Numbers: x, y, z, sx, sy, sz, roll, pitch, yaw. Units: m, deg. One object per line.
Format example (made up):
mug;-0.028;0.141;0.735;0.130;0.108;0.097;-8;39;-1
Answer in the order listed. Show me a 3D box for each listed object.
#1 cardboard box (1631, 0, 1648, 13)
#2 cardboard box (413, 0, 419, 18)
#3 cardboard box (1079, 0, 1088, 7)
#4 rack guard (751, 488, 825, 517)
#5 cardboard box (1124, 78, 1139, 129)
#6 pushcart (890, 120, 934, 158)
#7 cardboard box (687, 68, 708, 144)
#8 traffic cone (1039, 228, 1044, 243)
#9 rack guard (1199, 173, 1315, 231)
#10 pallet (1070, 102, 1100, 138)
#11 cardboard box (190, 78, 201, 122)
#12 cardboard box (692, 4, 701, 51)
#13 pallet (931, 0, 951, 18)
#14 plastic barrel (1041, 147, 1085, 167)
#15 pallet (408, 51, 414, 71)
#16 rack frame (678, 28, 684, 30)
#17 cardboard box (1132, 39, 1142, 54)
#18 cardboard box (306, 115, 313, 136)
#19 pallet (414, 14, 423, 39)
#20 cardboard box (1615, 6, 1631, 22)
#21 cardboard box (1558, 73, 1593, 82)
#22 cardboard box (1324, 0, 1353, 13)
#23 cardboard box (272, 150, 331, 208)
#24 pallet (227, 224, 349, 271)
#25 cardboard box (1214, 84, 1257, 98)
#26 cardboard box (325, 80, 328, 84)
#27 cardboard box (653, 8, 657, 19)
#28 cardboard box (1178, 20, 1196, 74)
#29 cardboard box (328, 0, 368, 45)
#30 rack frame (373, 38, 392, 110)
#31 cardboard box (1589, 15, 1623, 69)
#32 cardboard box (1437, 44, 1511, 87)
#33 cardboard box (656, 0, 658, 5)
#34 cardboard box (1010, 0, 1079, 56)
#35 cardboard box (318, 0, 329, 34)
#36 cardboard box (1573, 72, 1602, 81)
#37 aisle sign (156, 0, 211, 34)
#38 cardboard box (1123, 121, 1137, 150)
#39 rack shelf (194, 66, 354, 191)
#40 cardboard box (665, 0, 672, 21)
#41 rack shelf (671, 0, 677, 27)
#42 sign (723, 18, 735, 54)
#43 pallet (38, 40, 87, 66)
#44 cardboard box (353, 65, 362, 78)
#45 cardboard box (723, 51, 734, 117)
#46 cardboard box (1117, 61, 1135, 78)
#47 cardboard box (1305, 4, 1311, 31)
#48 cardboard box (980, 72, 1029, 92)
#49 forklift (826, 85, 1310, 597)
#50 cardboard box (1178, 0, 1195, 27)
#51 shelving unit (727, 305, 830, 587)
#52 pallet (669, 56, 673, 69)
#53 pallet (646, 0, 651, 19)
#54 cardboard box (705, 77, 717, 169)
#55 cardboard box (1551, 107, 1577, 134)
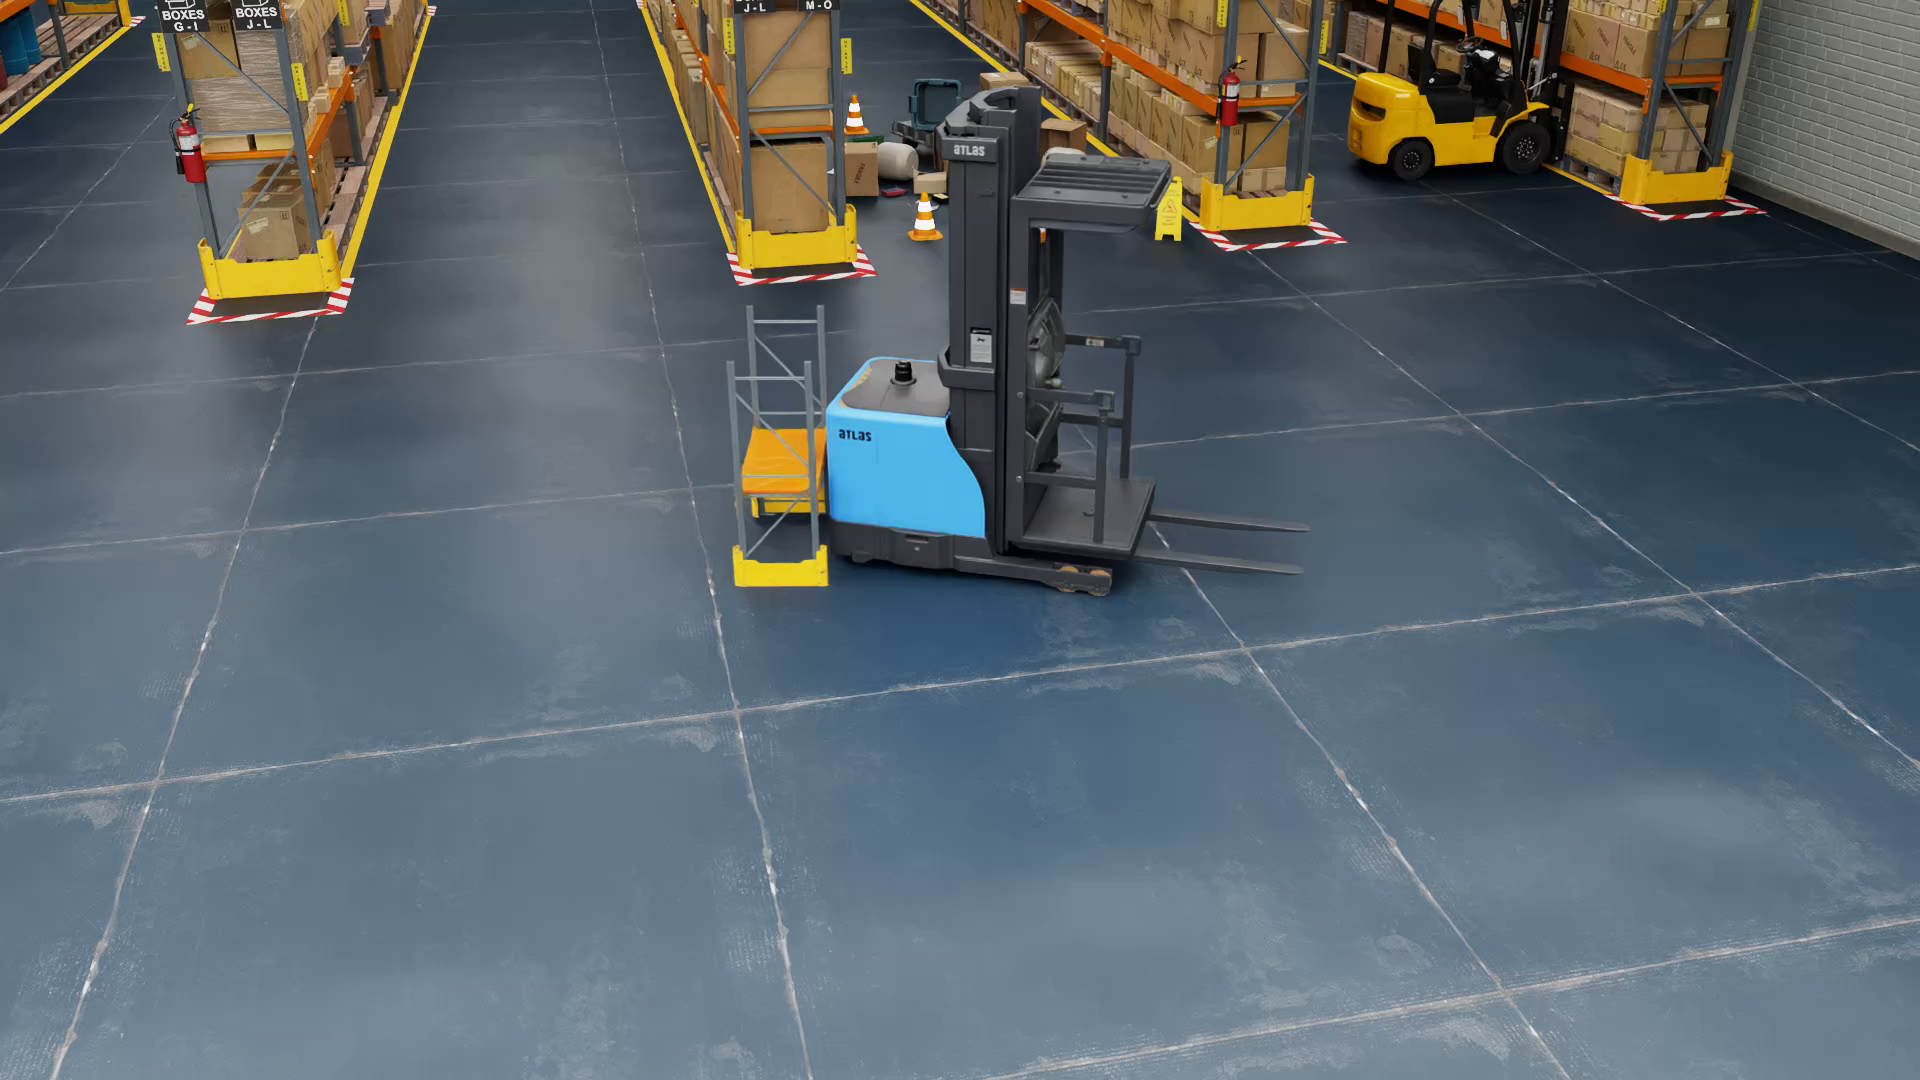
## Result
cardboard box;7.635;-5.905;18.307;0.380;0.149;0.250;-6;27;-12
cardboard box;-9.662;-9.276;28.038;0.875;0.875;0.875;-6;27;-12
cardboard box;1.750;-6.948;21.346;0.380;0.149;0.250;-6;27;-12
rack guard;-1.133;-0.286;11.385;0.587;0.250;0.087;0;27;0
cardboard box;2.272;-5.222;19.867;0.500;0.500;0.500;-5;27;-10
pushcart;0.060;-5.024;20.631;1.648;0.377;0.936;-16;31;-29
cardboard box;-2.757;-5.347;20.392;1.050;0.750;0.750;-6;27;-12
traffic cone;0.813;-3.355;17.230;0.336;0.463;0.334;-6;27;-12
rack guard;3.155;-3.609;17.692;1.175;0.500;0.348;-6;27;-12
pallet;2.093;-5.545;21.847;1.003;0.211;1.213;-6;27;-12
cardboard box;-6.810;-4.314;15.874;0.875;0.500;0.500;-6;27;-12
cardboard box;-2.908;-6.147;19.836;0.500;0.500;0.500;-6;27;-12
pallet;0.094;-9.593;29.869;1.003;0.211;1.213;-6;27;-12
plastic barrel;1.231;-4.295;19.136;0.512;0.421;0.421;13;30;24
pallet;-8.940;-7.378;25.479;1.003;0.211;1.213;-6;27;-12
rack frame;-3.431;-7.657;22.937;1.000;3.000;0.127;-6;27;-12
cardboard box;2.248;-5.834;19.604;0.380;0.149;0.250;-5;27;-10
cardboard box;-6.395;-3.946;15.864;0.380;0.149;0.250;-6;27;-12
pallet;-9.561;-8.587;27.875;1.003;0.211;1.213;-6;27;-12
cardboard box;7.570;-5.885;18.596;0.380;0.149;0.250;-5;27;-11
cardboard box;7.248;-5.442;20.024;0.500;0.250;0.500;-7;28;-13
cardboard box;5.846;-8.262;25.724;0.380;0.149;0.250;-7;28;-14
cardboard box;-6.981;-3.818;17.640;0.500;0.500;0.500;-8;28;-16
pallet;-6.649;-2.834;16.477;1.003;0.211;1.213;-6;27;-12
cardboard box;2.879;-4.722;17.402;0.380;0.149;0.250;-5;27;-10
cardboard box;-6.817;-4.711;17.380;0.380;0.149;0.250;-6;27;-12
cardboard box;-4.986;-8.920;28.137;0.380;0.149;0.250;-6;27;-12
cardboard box;2.673;-5.300;17.827;0.500;0.500;0.500;-6;27;-11
cardboard box;-7.428;-6.260;19.038;1.000;1.000;1.000;-6;27;-11
rack frame;-8.286;-7.198;22.027;1.000;3.000;0.127;-6;27;-12
cardboard box;7.532;-5.660;18.871;0.500;0.500;0.500;-5;27;-10
cardboard box;6.977;-6.309;22.436;0.875;0.625;0.625;-5;27;-9
cardboard box;-4.826;-8.940;27.517;0.380;0.149;0.250;-6;27;-12
cardboard box;1.294;-7.754;25.023;0.875;0.875;0.875;-6;27;-12
cardboard box;-6.790;-5.457;17.028;0.500;0.500;0.500;-6;27;-12
cardboard box;7.756;-5.499;20.139;0.500;0.250;0.500;-6;27;-13
aisle sign;-6.762;-4.788;14.369;0.394;0.787;0.004;-6;27;-12
cardboard box;2.271;-4.888;20.038;0.500;0.250;0.500;-4;27;-9
rack shelf;-6.934;-4.242;16.971;1.077;0.370;4.000;-6;27;-12
cardboard box;-4.190;-8.010;25.113;0.500;0.250;0.500;-5;27;-10
rack shelf;-3.882;-8.214;24.839;1.077;0.370;4.000;-6;27;-12
sign;-2.160;-4.718;15.568;0.100;0.325;0.005;-6;27;-12
pallet;-14.217;-7.525;25.770;1.003;0.211;1.213;-6;27;-12
cardboard box;-7.977;-6.090;21.287;0.500;0.250;0.500;-3;27;-6
cardboard box;-1.901;-4.609;16.733;0.875;0.550;0.550;-6;27;-12
cardboard box;2.110;-5.685;20.064;0.380;0.149;0.250;-6;27;-11
cardboard box;5.797;-8.166;26.254;0.500;0.500;0.500;-6;27;-12
cardboard box;0.543;-5.476;20.551;0.500;0.500;0.500;-6;27;-12
forklift;0.720;-1.218;10.258;3.031;2.935;1.130;7;28;13
cardboard box;2.737;-5.741;17.590;0.700;0.500;0.500;-6;27;-11
shelving unit;-1.132;-0.619;10.659;0.587;1.500;1.083;0;27;0
pallet;-3.877;-7.290;25.305;1.003;0.211;1.213;-6;27;-12
pallet;-5.068;-9.530;29.744;1.003;0.211;1.213;-6;27;-12
cardboard box;-2.456;-4.857;19.281;0.875;0.875;0.875;-6;27;-11
cardboard box;7.353;-5.008;19.721;0.500;0.250;0.500;-7;28;-13
